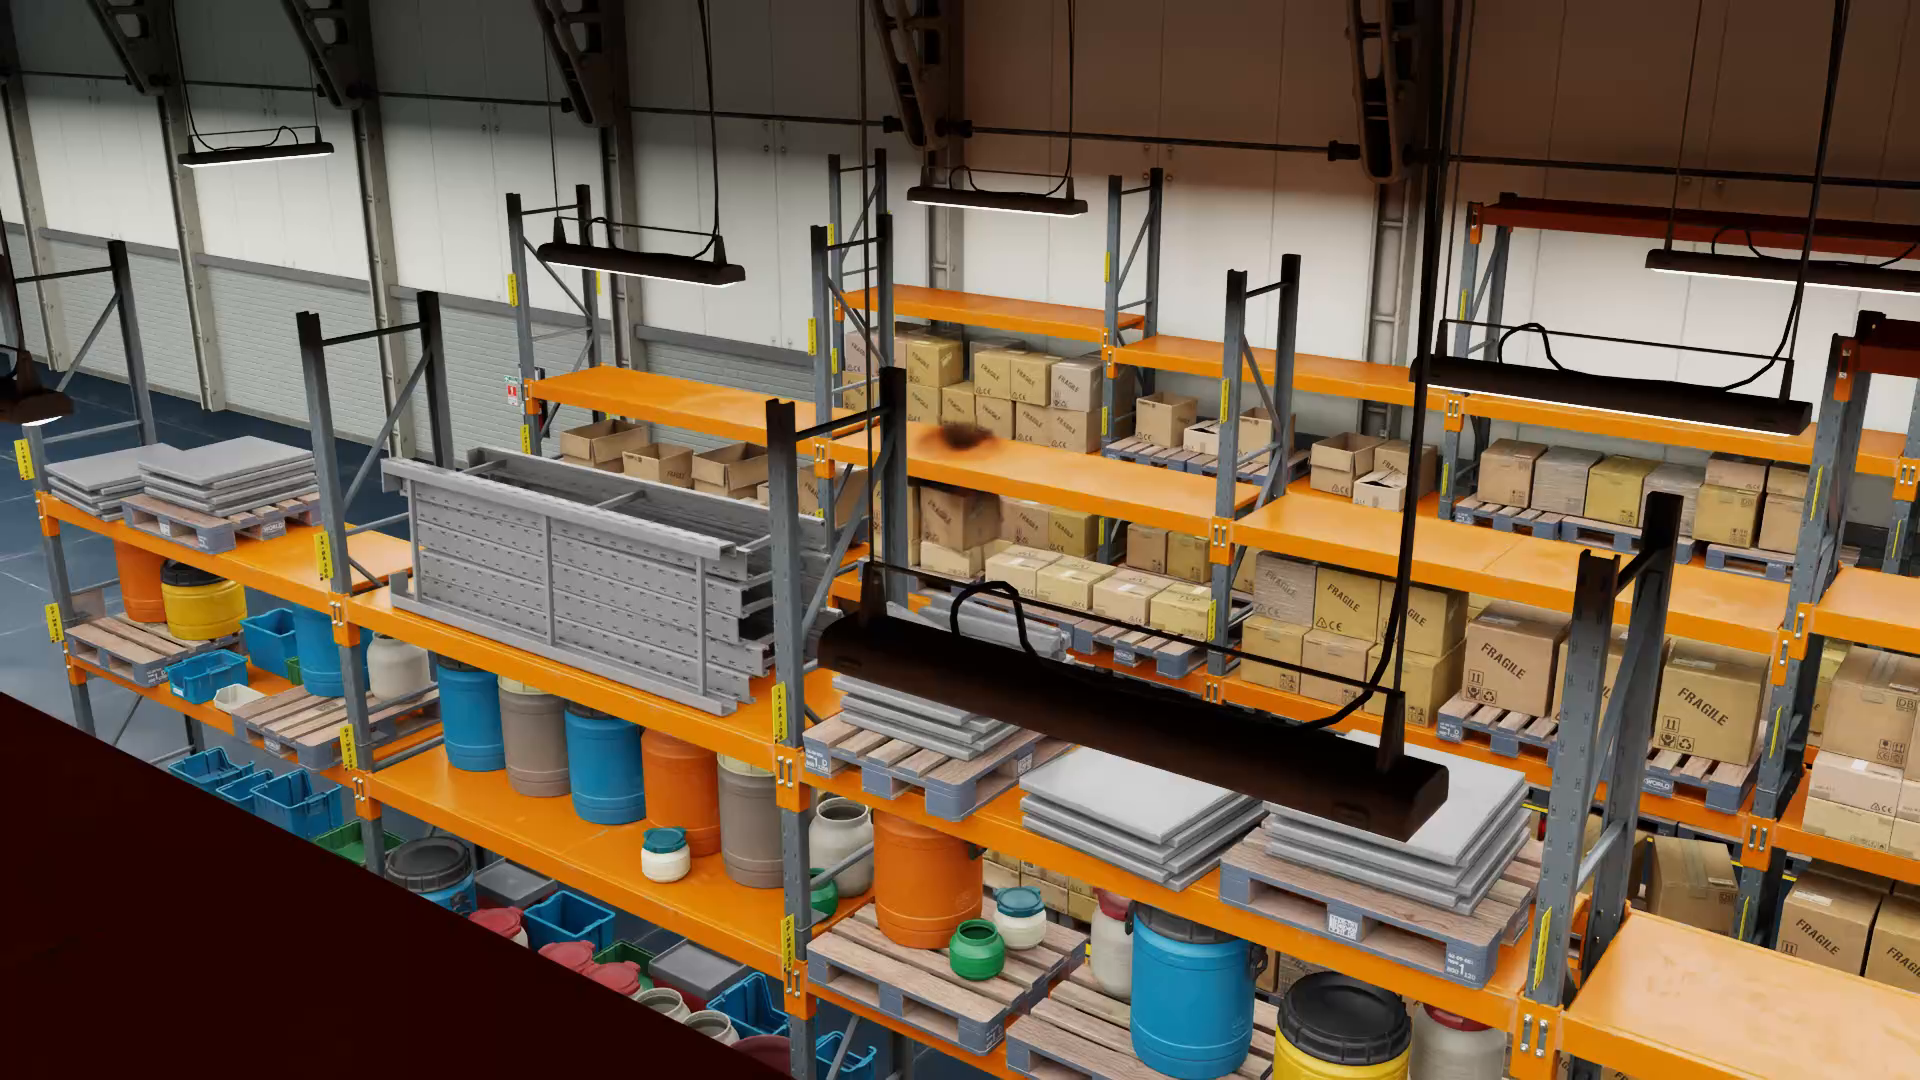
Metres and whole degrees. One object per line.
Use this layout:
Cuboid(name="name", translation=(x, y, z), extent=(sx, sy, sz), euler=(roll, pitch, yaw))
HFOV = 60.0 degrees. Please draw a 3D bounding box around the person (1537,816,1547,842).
Cuboid(name="person", translation=(4.957, 2.805, 14.098), extent=(1.032, 1.674, 0.570), euler=(15, 24, 38))
